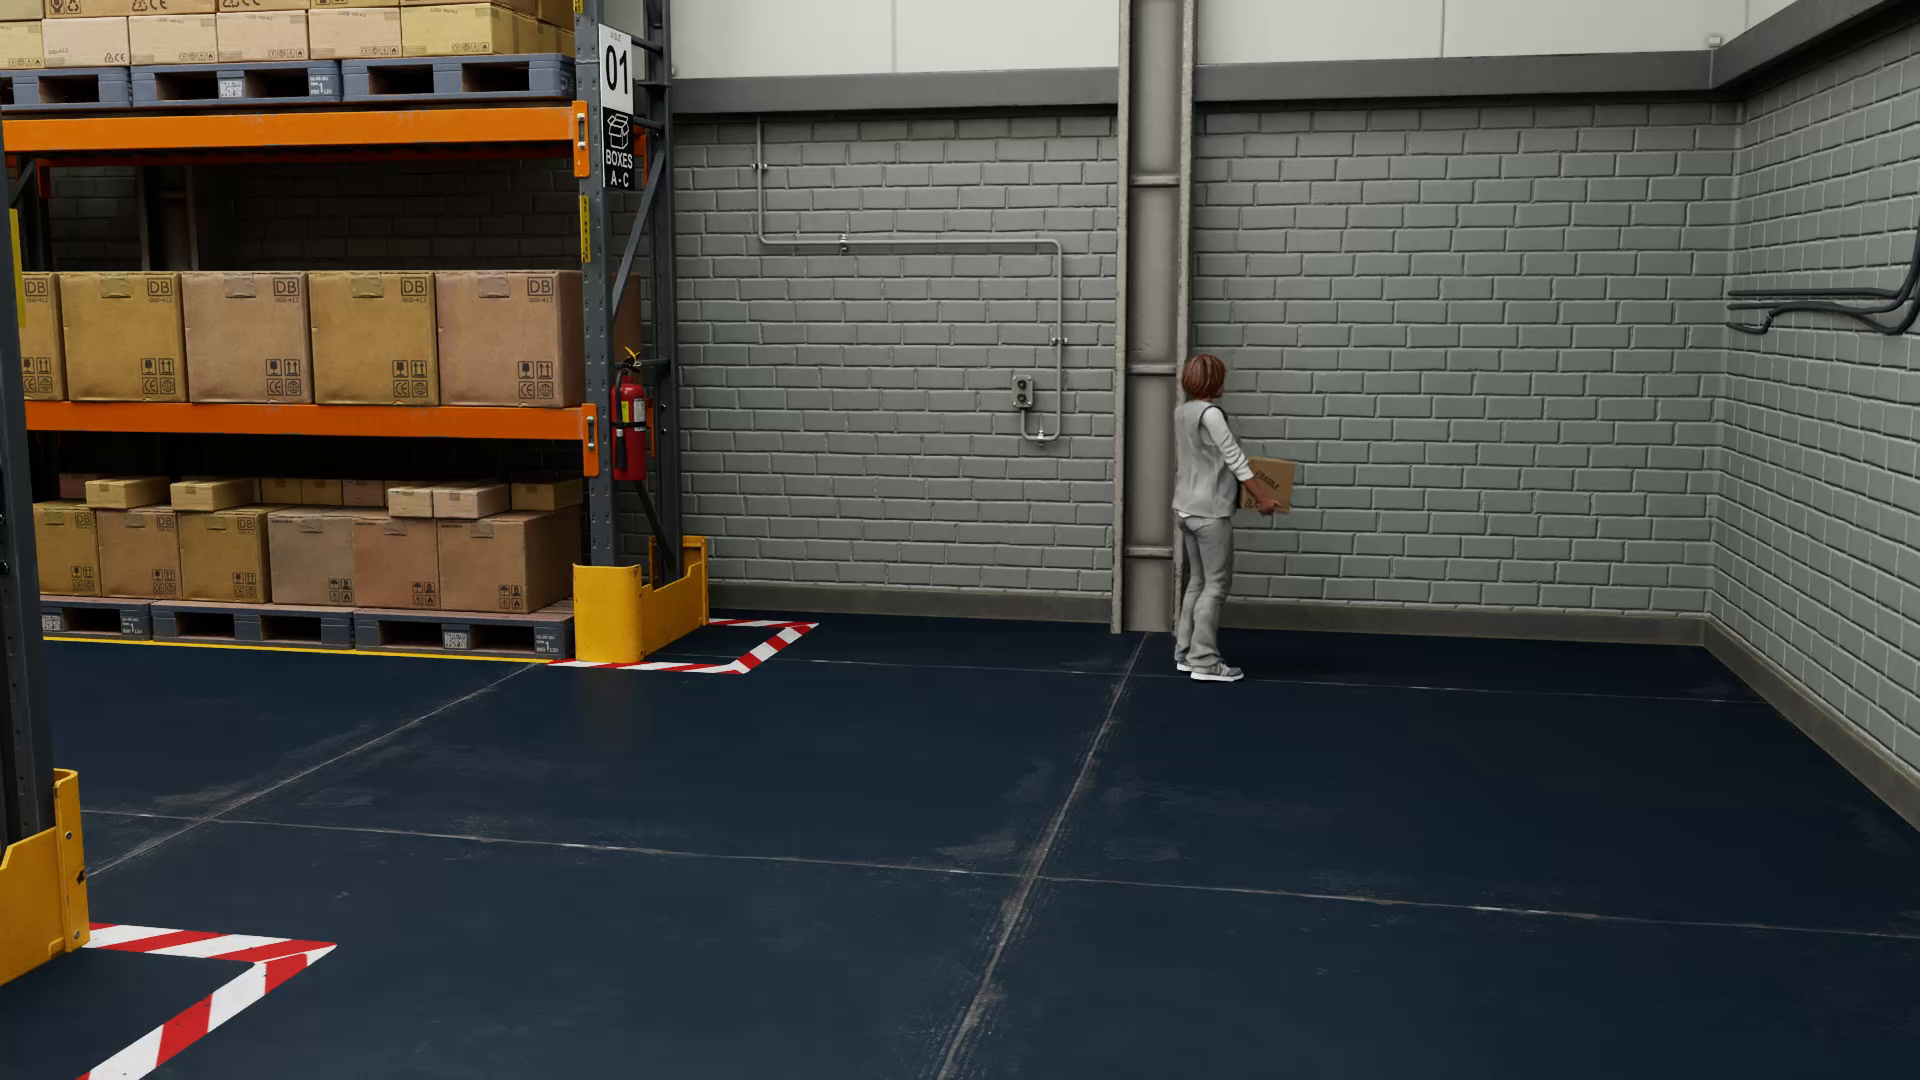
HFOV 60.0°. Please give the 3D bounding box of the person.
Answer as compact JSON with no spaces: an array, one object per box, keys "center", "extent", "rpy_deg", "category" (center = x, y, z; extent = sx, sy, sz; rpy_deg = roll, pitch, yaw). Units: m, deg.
[{"center":[1.295,-0.114,8.171],"extent":[0.499,1.598,0.384],"rpy_deg":[-2,8,-14],"category":"person"}]
